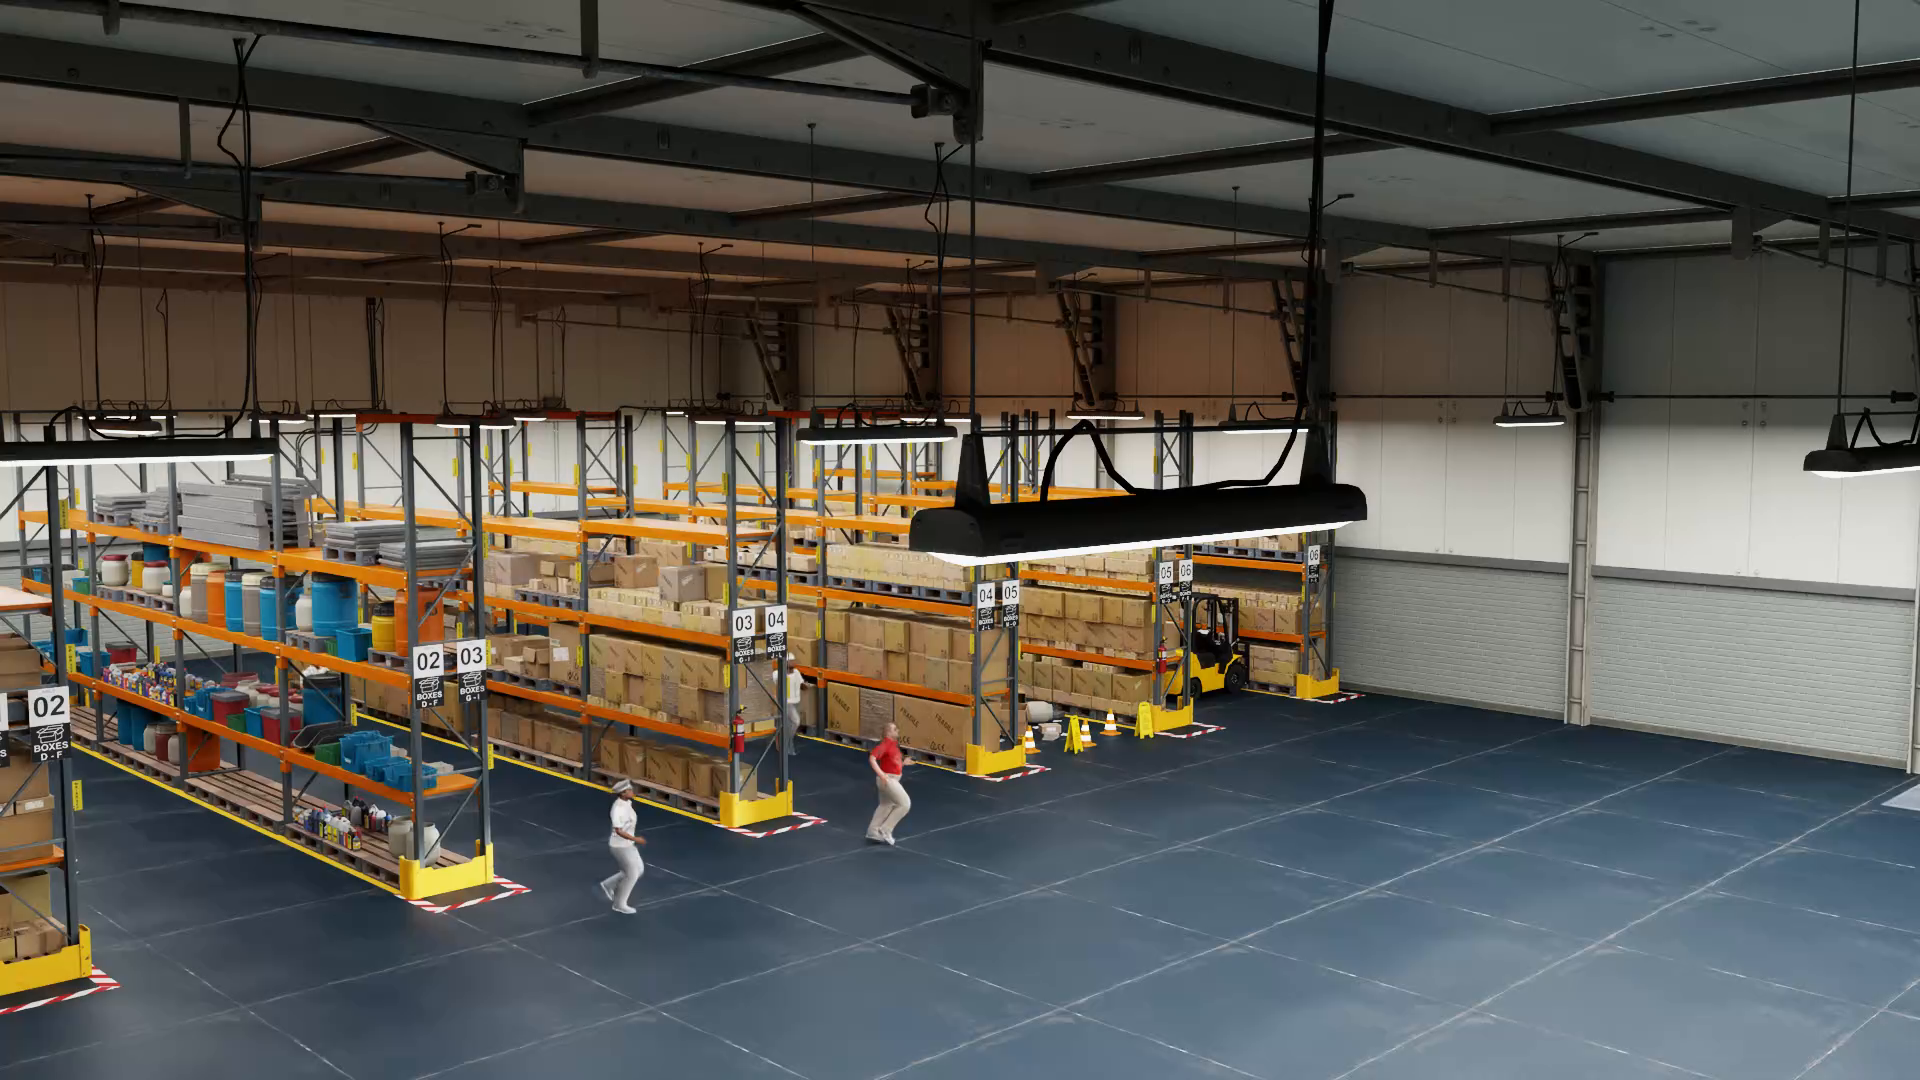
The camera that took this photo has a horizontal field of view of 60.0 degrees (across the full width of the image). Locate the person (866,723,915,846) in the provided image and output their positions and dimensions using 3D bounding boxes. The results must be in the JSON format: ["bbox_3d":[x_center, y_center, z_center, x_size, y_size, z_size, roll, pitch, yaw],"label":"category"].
[{"bbox_3d":[-0.985,3.440,23.535,0.708,1.728,0.641,0,5,-1],"label":"person"}]

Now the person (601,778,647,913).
[{"bbox_3d":[-4.137,3.745,20.438,0.588,1.672,0.614,0,5,-5],"label":"person"}]

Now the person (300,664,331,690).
[{"bbox_3d":[-11.492,2.867,29.728,0.964,1.825,0.671,5,7,44],"label":"person"}]

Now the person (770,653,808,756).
[{"bbox_3d":[-3.010,2.904,29.407,0.750,1.820,0.676,3,6,34],"label":"person"}]
